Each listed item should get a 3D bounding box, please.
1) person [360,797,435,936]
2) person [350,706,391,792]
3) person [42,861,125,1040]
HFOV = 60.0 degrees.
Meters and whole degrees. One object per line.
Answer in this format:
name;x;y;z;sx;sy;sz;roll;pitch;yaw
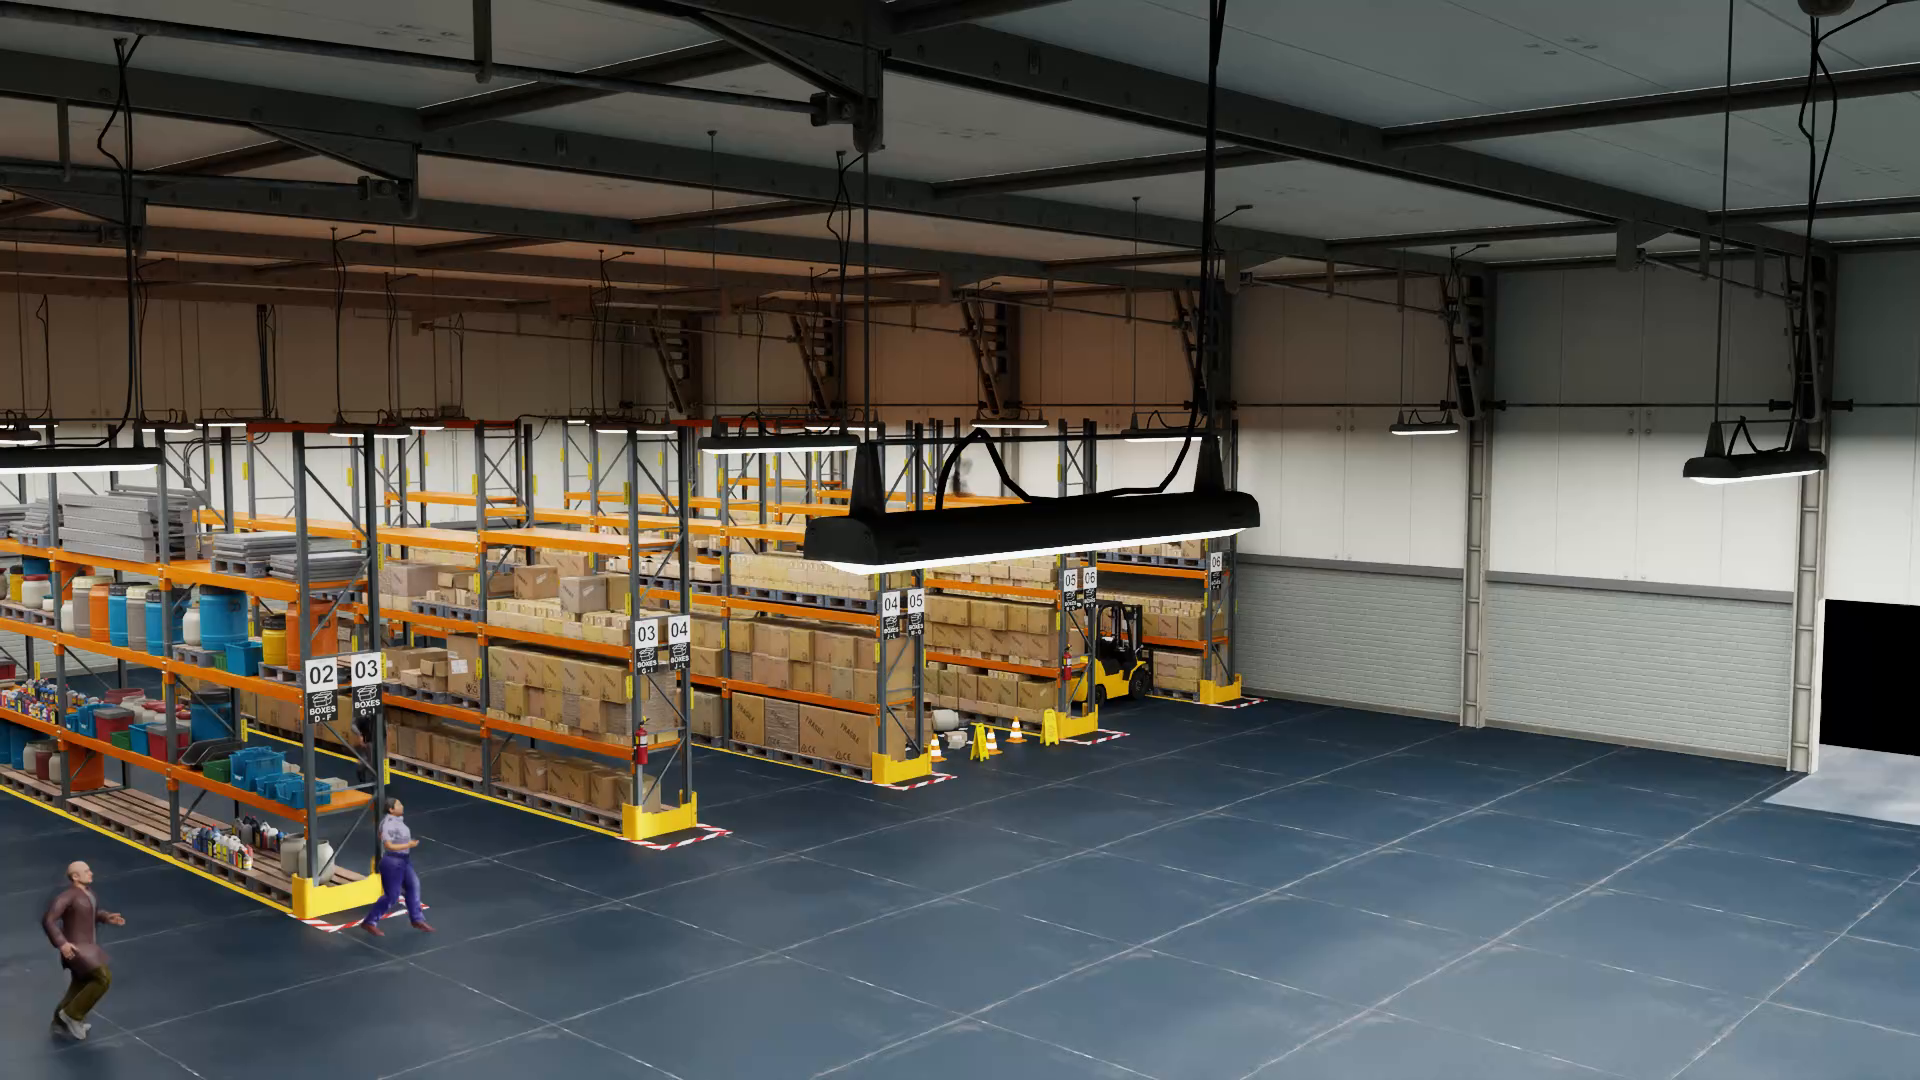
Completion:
person;-6.698;3.890;19.759;0.821;1.661;0.612;-1;5;-8
person;-9.584;3.288;27.169;0.573;1.678;0.672;4;6;39
person;-8.779;4.092;16.676;0.713;1.768;0.709;-1;5;-17
